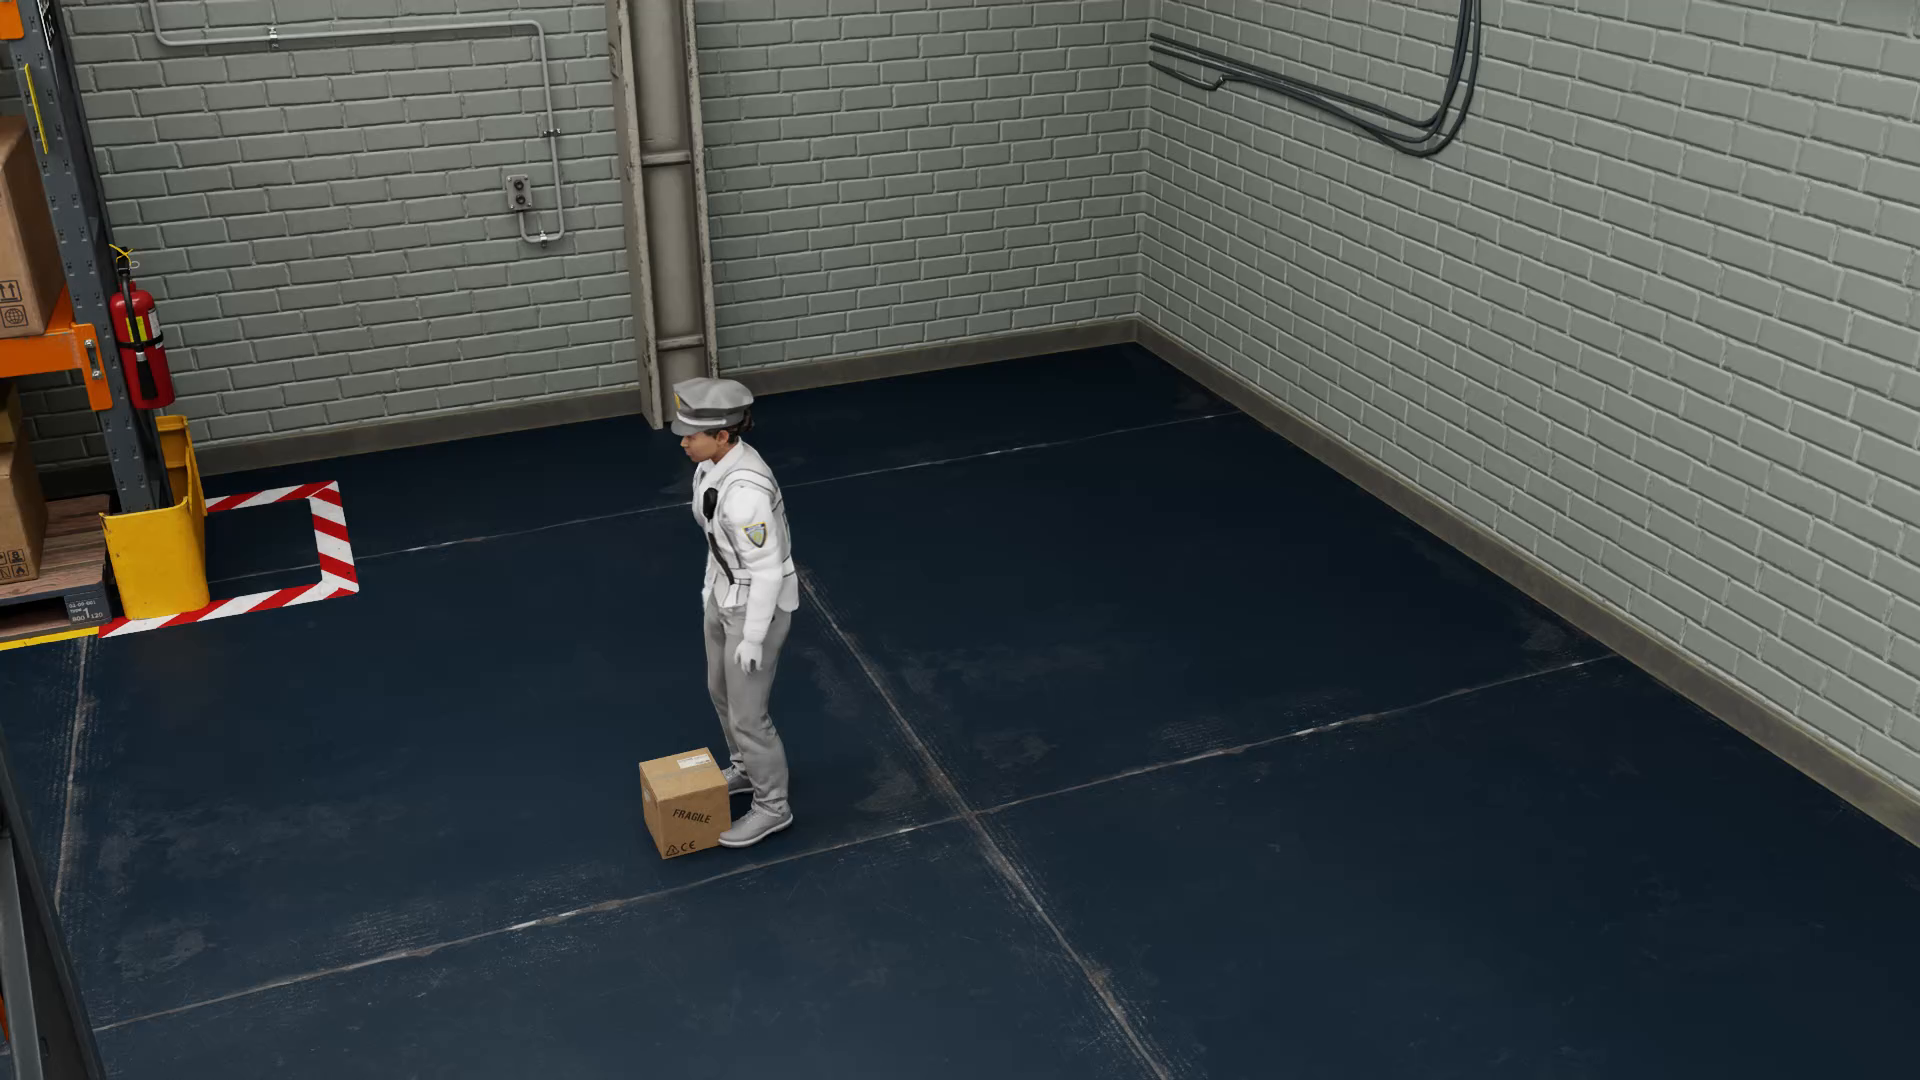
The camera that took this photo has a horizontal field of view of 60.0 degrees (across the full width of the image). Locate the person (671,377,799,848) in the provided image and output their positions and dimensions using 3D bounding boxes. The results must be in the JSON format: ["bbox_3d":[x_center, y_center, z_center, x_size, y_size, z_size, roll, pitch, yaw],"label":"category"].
[{"bbox_3d":[-0.744,0.239,5.621,0.373,1.663,0.526,-11,28,-22],"label":"person"}]
